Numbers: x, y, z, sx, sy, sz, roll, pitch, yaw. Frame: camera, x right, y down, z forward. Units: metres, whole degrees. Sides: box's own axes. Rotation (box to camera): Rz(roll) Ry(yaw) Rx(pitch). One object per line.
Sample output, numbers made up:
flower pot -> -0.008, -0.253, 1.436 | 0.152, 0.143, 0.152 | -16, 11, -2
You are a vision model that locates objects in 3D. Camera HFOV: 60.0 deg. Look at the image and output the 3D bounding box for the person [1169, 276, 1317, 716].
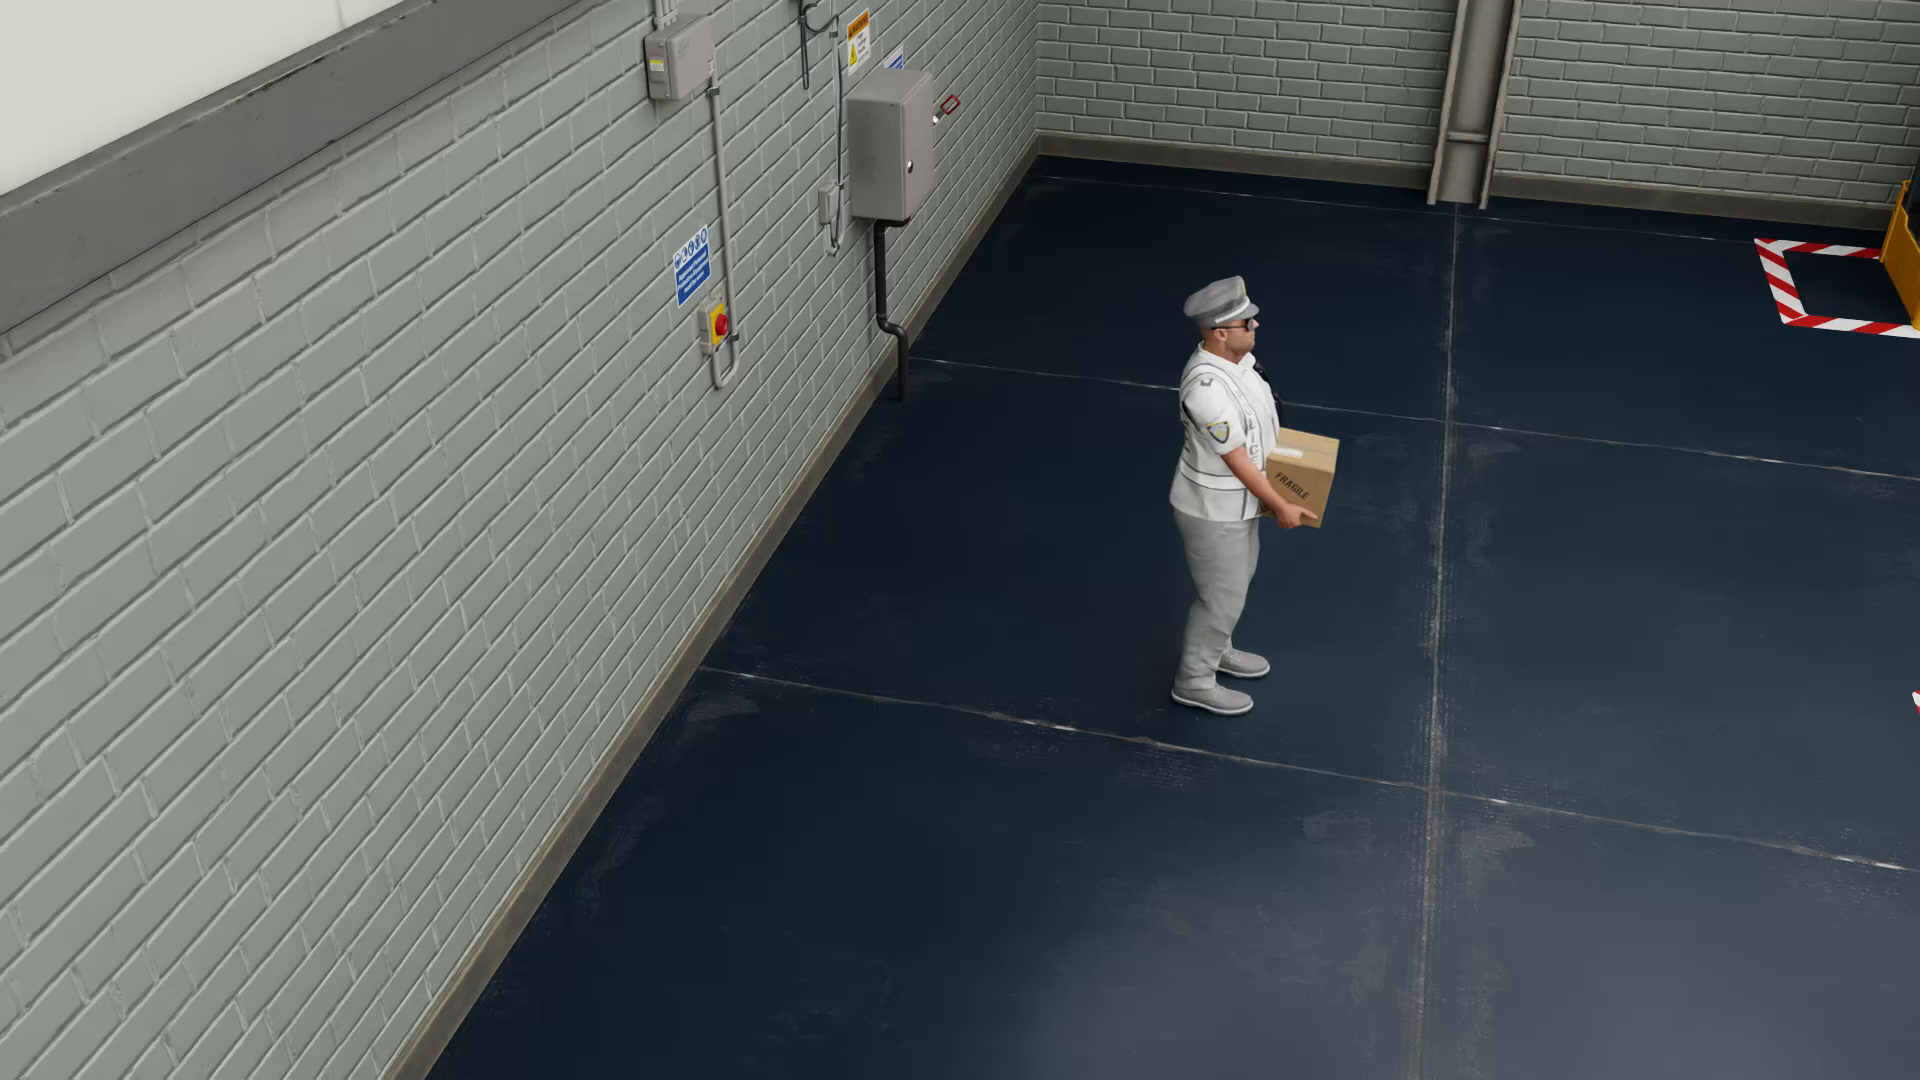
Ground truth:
person -> 1.084, -0.163, 6.367 | 0.571, 1.768, 0.494 | 8, 34, 12
